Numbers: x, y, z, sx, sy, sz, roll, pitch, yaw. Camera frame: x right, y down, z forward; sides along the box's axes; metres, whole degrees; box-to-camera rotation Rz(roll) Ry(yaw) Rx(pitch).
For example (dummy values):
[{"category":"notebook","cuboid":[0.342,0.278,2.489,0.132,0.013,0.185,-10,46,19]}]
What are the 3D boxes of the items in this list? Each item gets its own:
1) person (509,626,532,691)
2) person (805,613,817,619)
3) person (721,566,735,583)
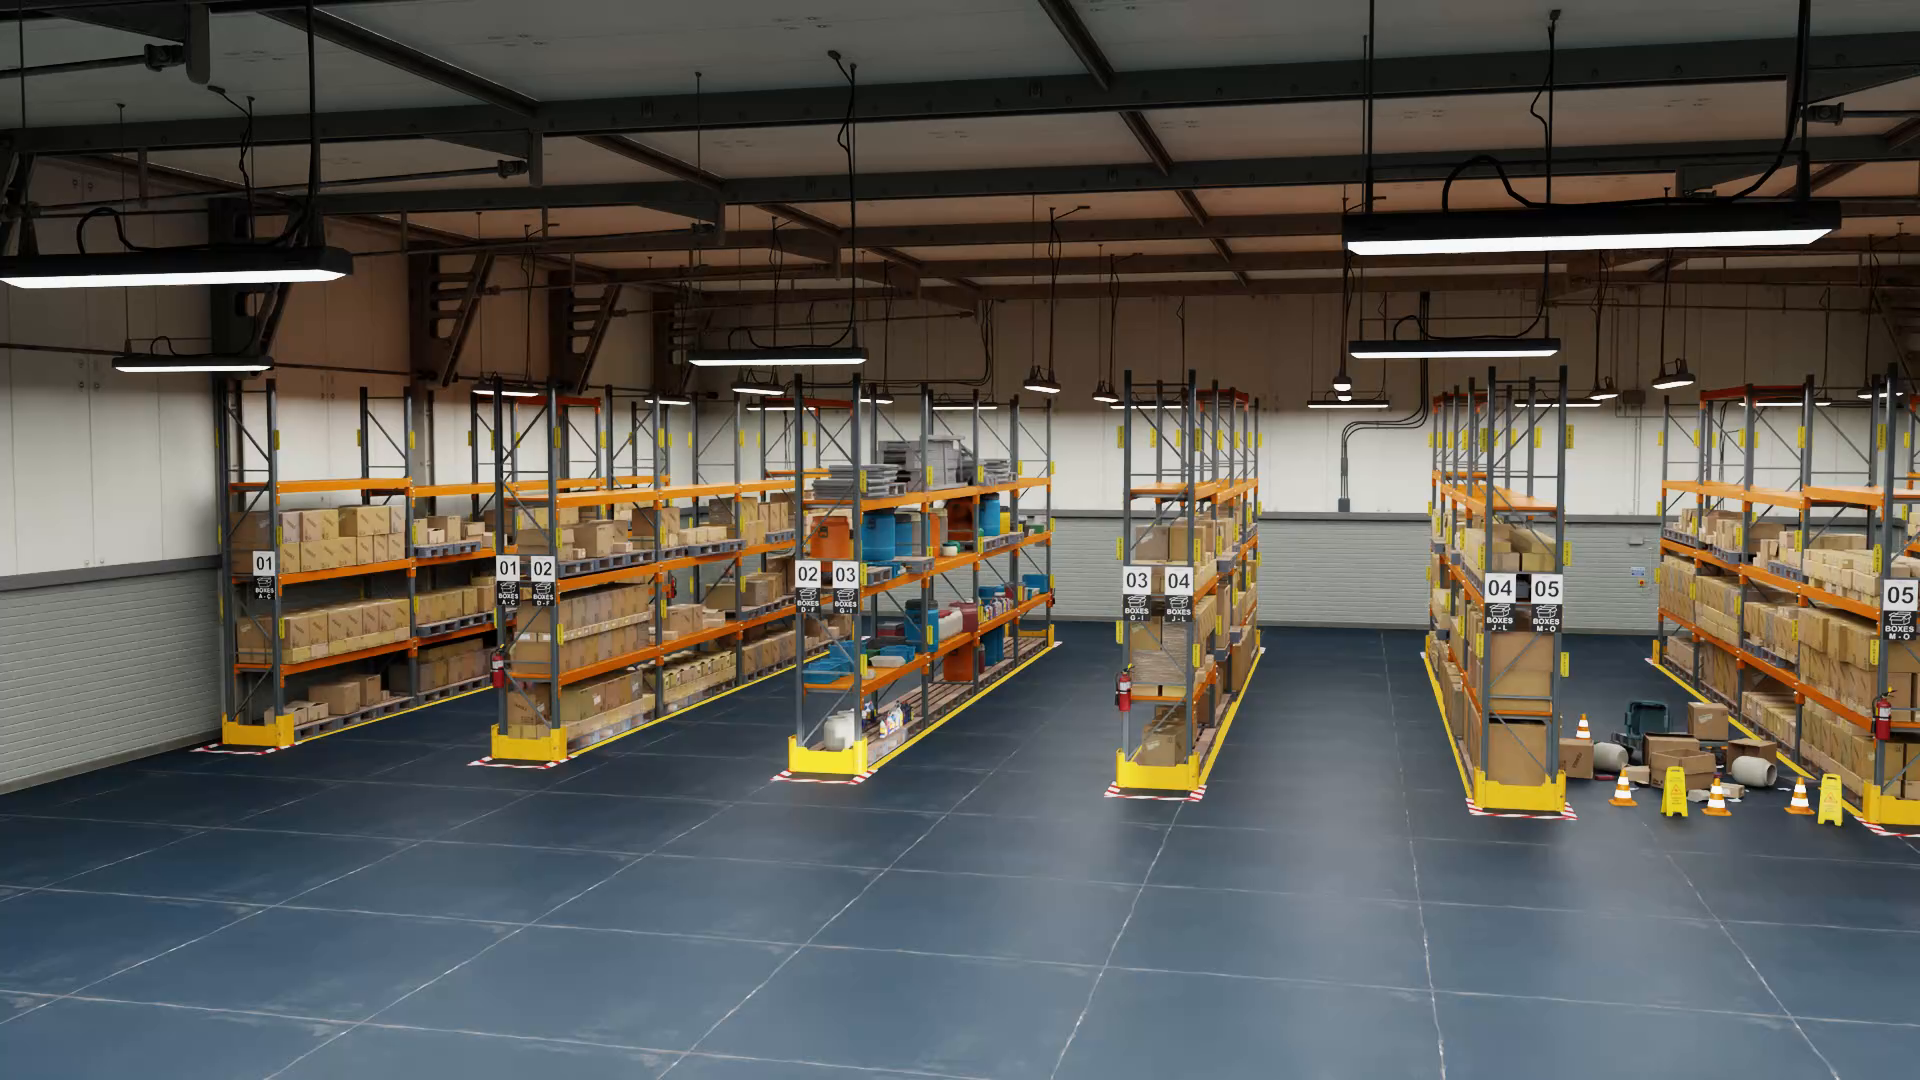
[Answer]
[{"category":"person","cuboid":[-7.911,2.413,30.025,0.417,1.735,0.515,2,4,31]},{"category":"person","cuboid":[-3.985,1.527,44.221,0.612,1.714,0.794,1,4,14]},{"category":"person","cuboid":[-6.042,1.542,43.437,0.624,1.736,0.601,2,4,24]}]
